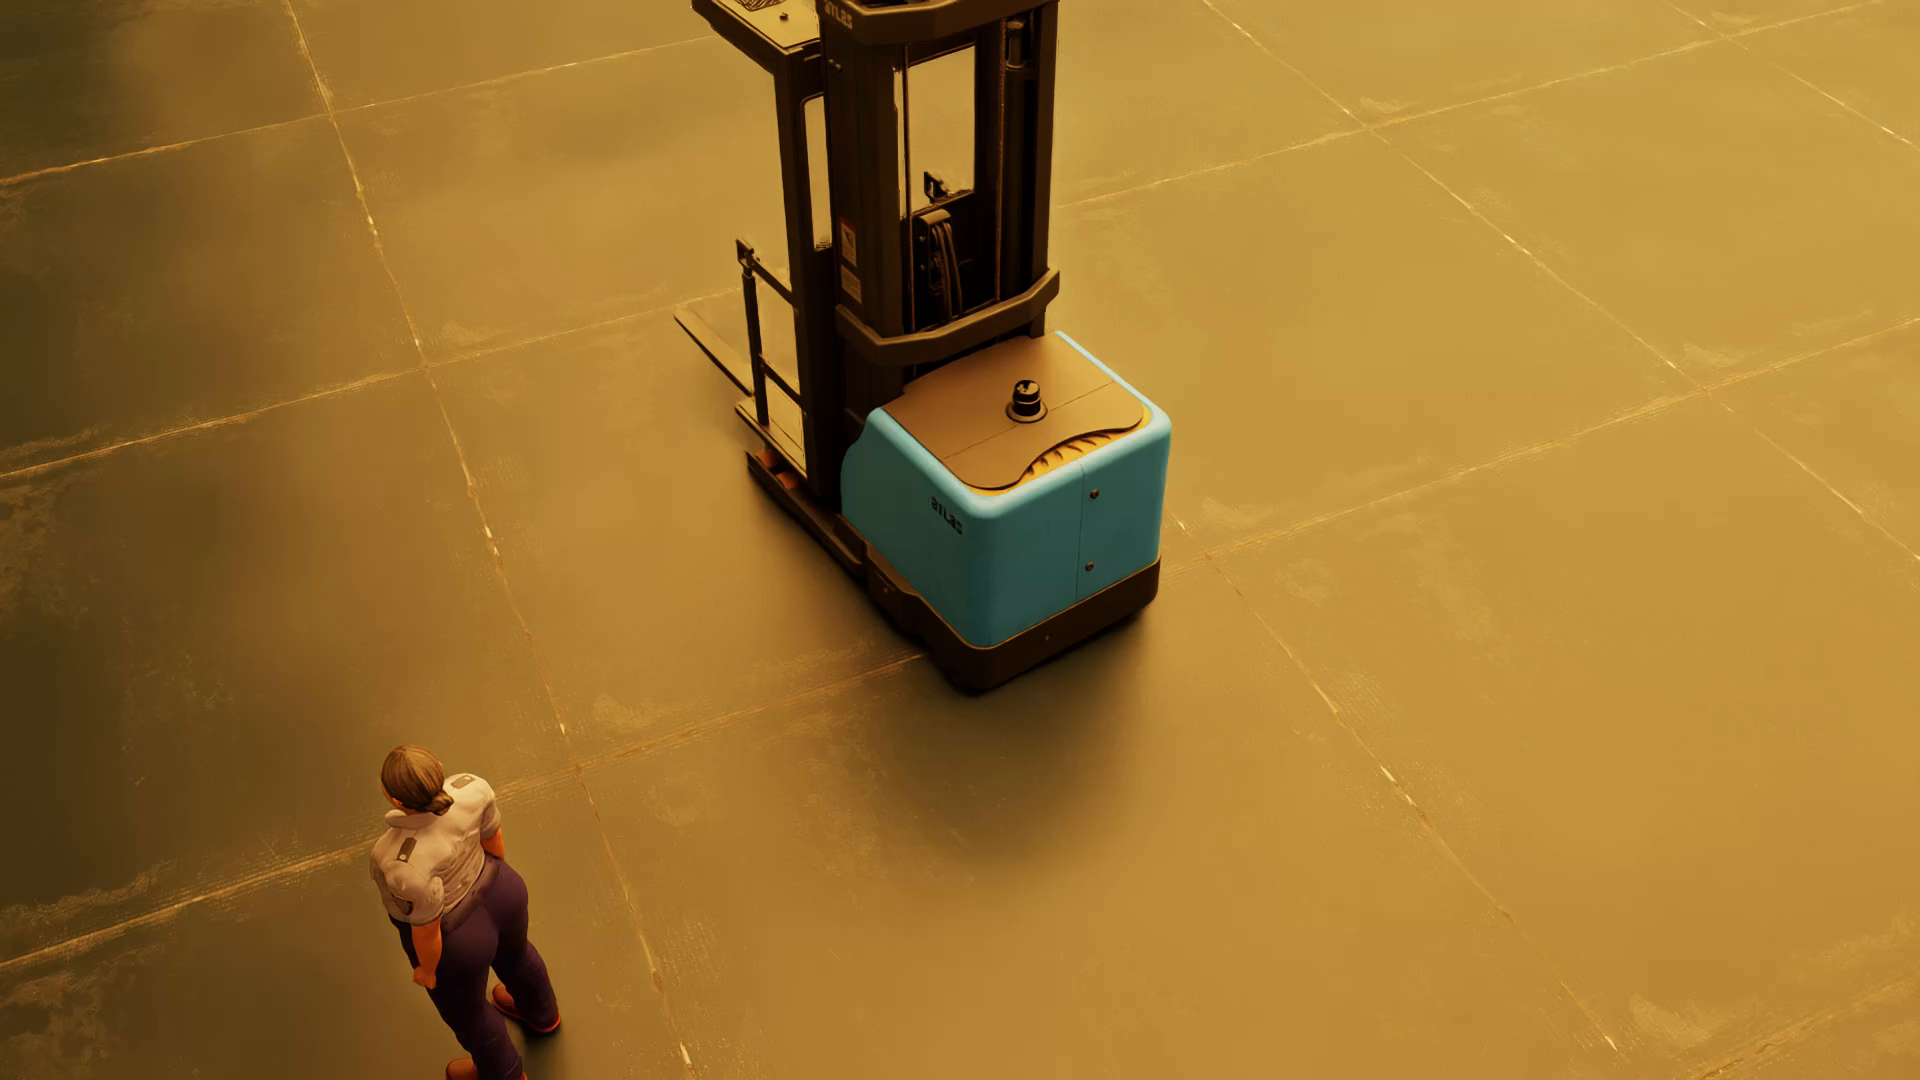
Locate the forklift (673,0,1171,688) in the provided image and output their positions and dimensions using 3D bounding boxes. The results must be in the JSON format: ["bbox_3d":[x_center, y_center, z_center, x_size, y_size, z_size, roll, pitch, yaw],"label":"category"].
[{"bbox_3d":[-0.376,-1.412,7.193,1.130,2.935,3.031,-26,49,-25],"label":"forklift"}]

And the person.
[{"bbox_3d":[-1.599,1.207,5.330,0.348,1.653,0.479,15,45,15],"label":"person"}]
